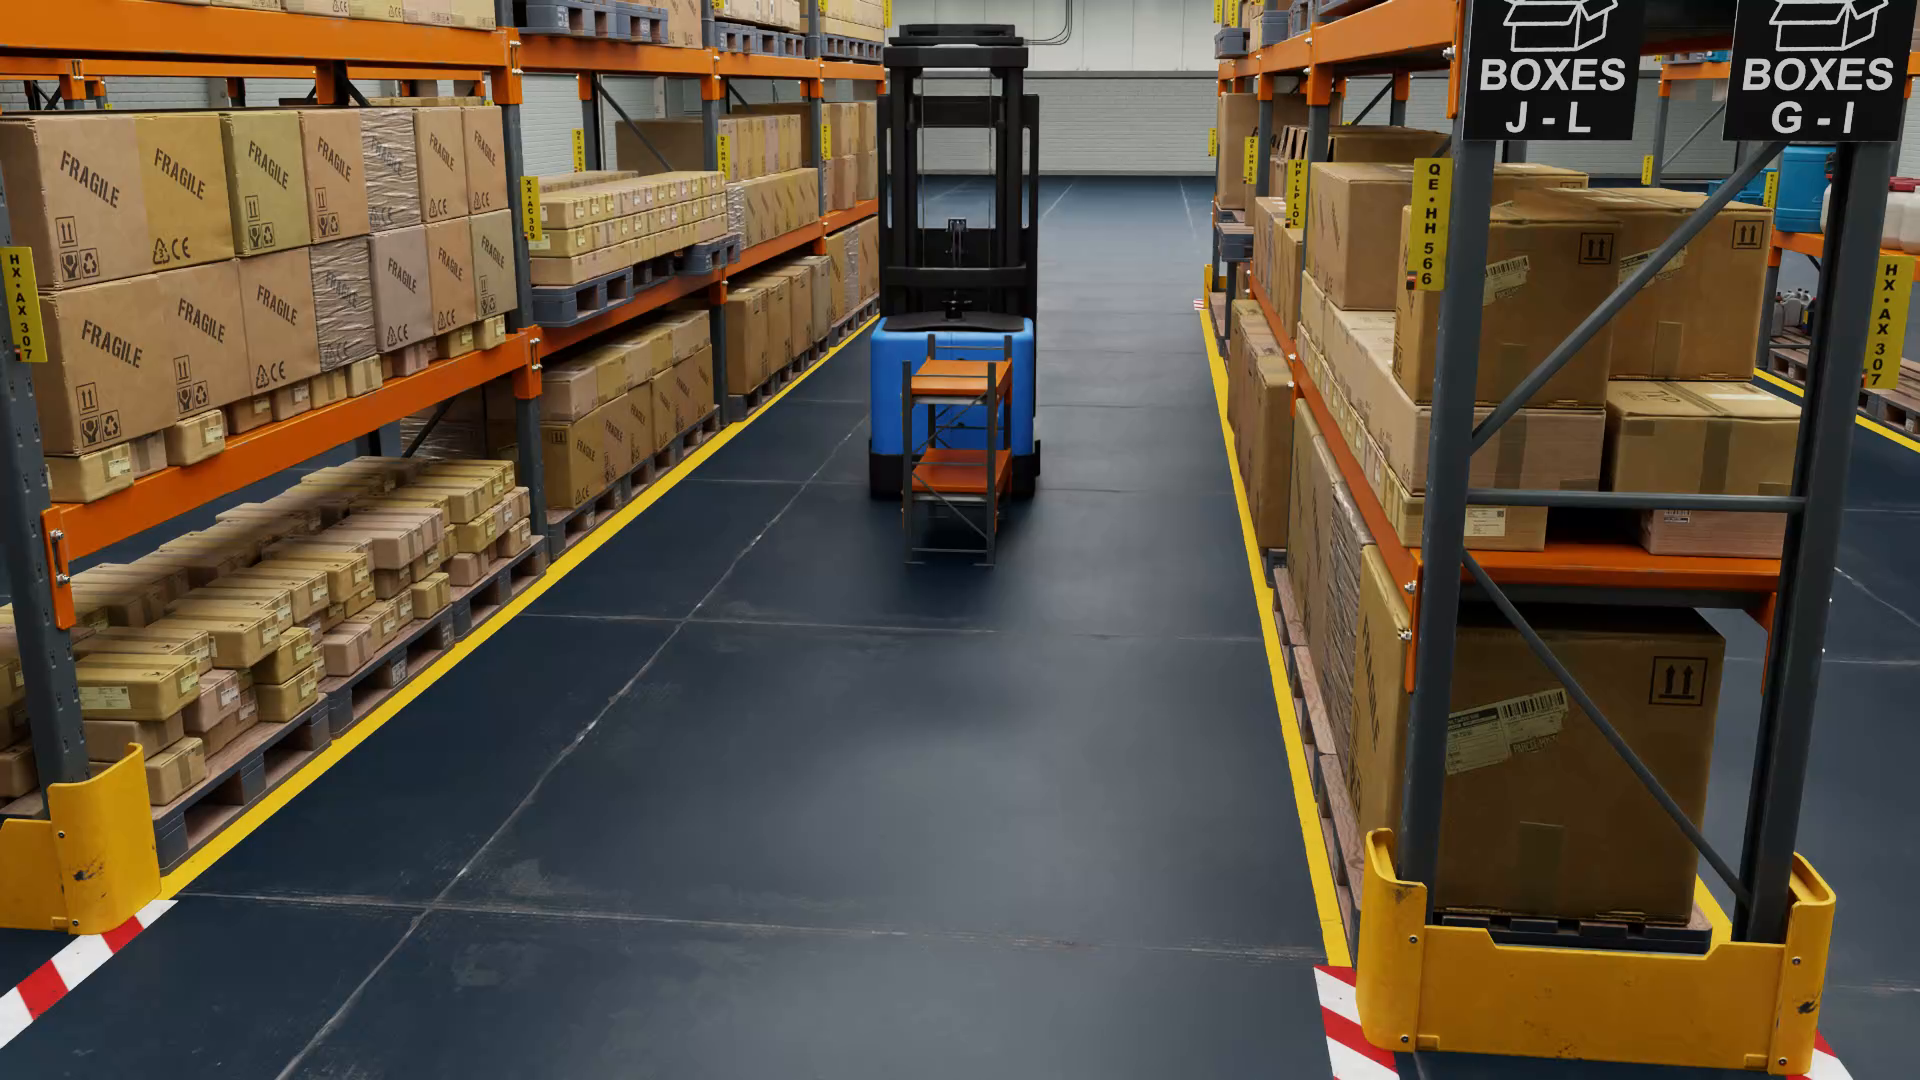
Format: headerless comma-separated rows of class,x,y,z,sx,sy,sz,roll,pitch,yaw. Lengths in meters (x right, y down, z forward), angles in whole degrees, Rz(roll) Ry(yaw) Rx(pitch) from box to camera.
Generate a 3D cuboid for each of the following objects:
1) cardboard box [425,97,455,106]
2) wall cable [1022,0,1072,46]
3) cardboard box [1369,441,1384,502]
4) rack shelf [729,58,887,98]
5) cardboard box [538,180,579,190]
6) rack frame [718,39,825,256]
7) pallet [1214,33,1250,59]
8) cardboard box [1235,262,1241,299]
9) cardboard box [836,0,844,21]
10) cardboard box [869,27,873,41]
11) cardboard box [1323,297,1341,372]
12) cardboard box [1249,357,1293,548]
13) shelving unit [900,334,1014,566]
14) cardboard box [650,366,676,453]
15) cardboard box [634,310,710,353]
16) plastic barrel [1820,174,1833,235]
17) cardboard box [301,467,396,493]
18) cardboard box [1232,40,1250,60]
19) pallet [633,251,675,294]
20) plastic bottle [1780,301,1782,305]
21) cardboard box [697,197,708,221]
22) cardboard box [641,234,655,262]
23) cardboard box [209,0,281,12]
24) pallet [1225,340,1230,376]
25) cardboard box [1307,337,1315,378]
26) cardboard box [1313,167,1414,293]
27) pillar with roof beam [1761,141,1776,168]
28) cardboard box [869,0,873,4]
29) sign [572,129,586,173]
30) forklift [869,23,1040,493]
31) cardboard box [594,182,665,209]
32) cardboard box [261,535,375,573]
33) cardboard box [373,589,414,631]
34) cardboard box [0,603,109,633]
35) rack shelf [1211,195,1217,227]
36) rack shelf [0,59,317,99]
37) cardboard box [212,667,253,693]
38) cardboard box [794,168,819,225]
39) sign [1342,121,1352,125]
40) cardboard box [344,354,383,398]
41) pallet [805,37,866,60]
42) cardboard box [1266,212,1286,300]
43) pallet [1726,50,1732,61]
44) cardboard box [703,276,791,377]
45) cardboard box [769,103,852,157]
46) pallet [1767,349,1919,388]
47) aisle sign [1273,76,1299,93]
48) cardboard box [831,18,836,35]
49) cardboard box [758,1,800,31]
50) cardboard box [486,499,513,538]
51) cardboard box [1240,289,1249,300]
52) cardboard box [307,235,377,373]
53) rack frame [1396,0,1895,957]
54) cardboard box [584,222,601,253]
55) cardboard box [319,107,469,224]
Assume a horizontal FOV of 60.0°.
cardboard box,-6.189,-4.804,19.006,0.700,0.500,0.500,2,15,6
wall cable,2.227,-17.286,49.835,2.305,6.003,0.169,2,15,6
cardboard box,1.483,-0.207,5.163,0.380,0.149,0.250,2,15,6
rack shelf,-1.624,-4.998,18.029,1.077,0.370,4.000,2,15,6
cardboard box,-2.693,-2.254,10.789,0.380,0.149,0.250,2,15,8
rack frame,-1.850,-3.378,16.408,1.000,3.000,0.127,2,15,6
pallet,2.891,-4.406,14.824,1.213,0.211,1.003,2,15,6
cardboard box,3.398,-2.922,18.705,0.500,0.500,0.500,6,16,21
cardboard box,-1.461,-5.398,16.852,0.500,0.250,0.500,2,15,6
cardboard box,-1.186,-5.700,18.732,0.380,0.149,0.250,2,15,7
cardboard box,1.737,-0.825,6.683,0.500,0.250,0.500,2,15,8
cardboard box,2.216,-0.475,8.936,1.225,0.875,0.875,2,15,6
shelving unit,-0.001,-0.541,9.509,0.538,1.125,1.048,2,15,6
cardboard box,-2.222,-0.886,11.177,0.500,0.500,0.500,1,15,4
cardboard box,-2.118,-1.514,12.061,0.500,0.250,0.500,1,15,5
plastic barrel,7.662,-2.884,14.320,0.433,0.535,0.433,0,15,0
cardboard box,-3.088,-0.264,8.409,0.380,0.149,0.250,2,15,9
cardboard box,2.859,-4.707,15.865,0.500,0.250,0.500,2,15,8
pallet,-2.484,-1.733,10.694,1.003,0.211,1.213,2,15,6
plastic bottle,8.470,-2.368,17.191,0.097,0.201,0.097,0,15,0
cardboard box,-1.960,-2.287,11.479,0.380,0.149,0.250,2,15,8
cardboard box,-2.109,-1.812,10.294,0.380,0.149,0.250,1,15,5
cardboard box,-2.791,-2.021,5.929,0.500,0.250,0.500,1,15,4
pallet,2.980,-1.658,15.388,1.003,0.211,1.213,2,15,6
cardboard box,1.741,-0.806,7.378,0.380,0.149,0.250,2,15,8
cardboard box,1.793,-1.320,7.078,0.500,0.500,0.500,2,15,6
pillar with roof beam,18.171,-14.402,45.684,9.100,9.000,0.400,2,15,6
cardboard box,-1.186,-6.082,18.621,0.380,0.149,0.250,2,15,7
sign,-2.853,-2.915,12.478,0.100,0.325,0.005,2,15,6
forklift,-0.004,-2.042,11.599,1.130,2.935,3.031,0,15,2
cardboard box,-2.080,-2.166,10.463,0.380,0.149,0.250,2,15,8
cardboard box,-2.745,0.085,7.120,0.380,0.149,0.250,2,15,6
cardboard box,-2.672,0.316,7.404,0.380,0.149,0.250,2,15,7
cardboard box,-3.408,0.341,6.170,0.380,0.149,0.250,1,15,5
rack shelf,3.292,-3.377,17.783,1.077,0.370,4.000,2,15,6
rack shelf,-7.006,-4.080,14.635,1.077,0.370,4.000,2,15,6
cardboard box,-2.863,0.500,6.152,0.380,0.149,0.250,2,15,7
cardboard box,-1.643,-3.283,15.866,0.500,0.500,0.500,2,15,6
sign,3.619,-3.749,15.563,0.100,0.325,0.005,2,15,6
cardboard box,-2.657,-0.693,6.961,0.380,0.149,0.250,2,15,7
pallet,-1.607,-5.311,17.979,1.003,0.211,1.213,2,15,6
cardboard box,2.122,-1.702,10.019,0.500,0.500,0.500,2,15,6
pallet,7.972,-4.607,15.568,1.213,0.211,1.003,2,15,6
cardboard box,-2.048,-1.840,14.224,1.050,0.750,0.750,2,15,7
cardboard box,-1.630,-4.349,17.641,0.875,0.550,0.550,2,15,6
pallet,7.938,-1.509,14.838,1.003,0.211,1.213,2,15,6
aisle sign,3.823,-5.505,19.295,0.394,0.787,0.004,2,15,6
cardboard box,-1.444,-5.107,16.543,0.380,0.149,0.250,2,15,6
cardboard box,-1.771,-4.817,15.274,0.500,0.250,0.500,2,15,7
cardboard box,-2.491,-0.112,8.416,0.380,0.149,0.250,1,15,4
cardboard box,2.976,-2.053,15.454,0.700,0.500,0.500,1,15,2
cardboard box,-2.725,-0.965,6.721,0.500,0.500,0.500,1,15,5
rack frame,1.713,-0.093,4.261,1.000,3.000,0.127,2,15,6
cardboard box,-2.224,-1.684,9.251,0.380,0.149,0.250,1,15,5
cardboard box,-2.590,-1.714,7.576,0.500,0.500,0.500,1,15,4
